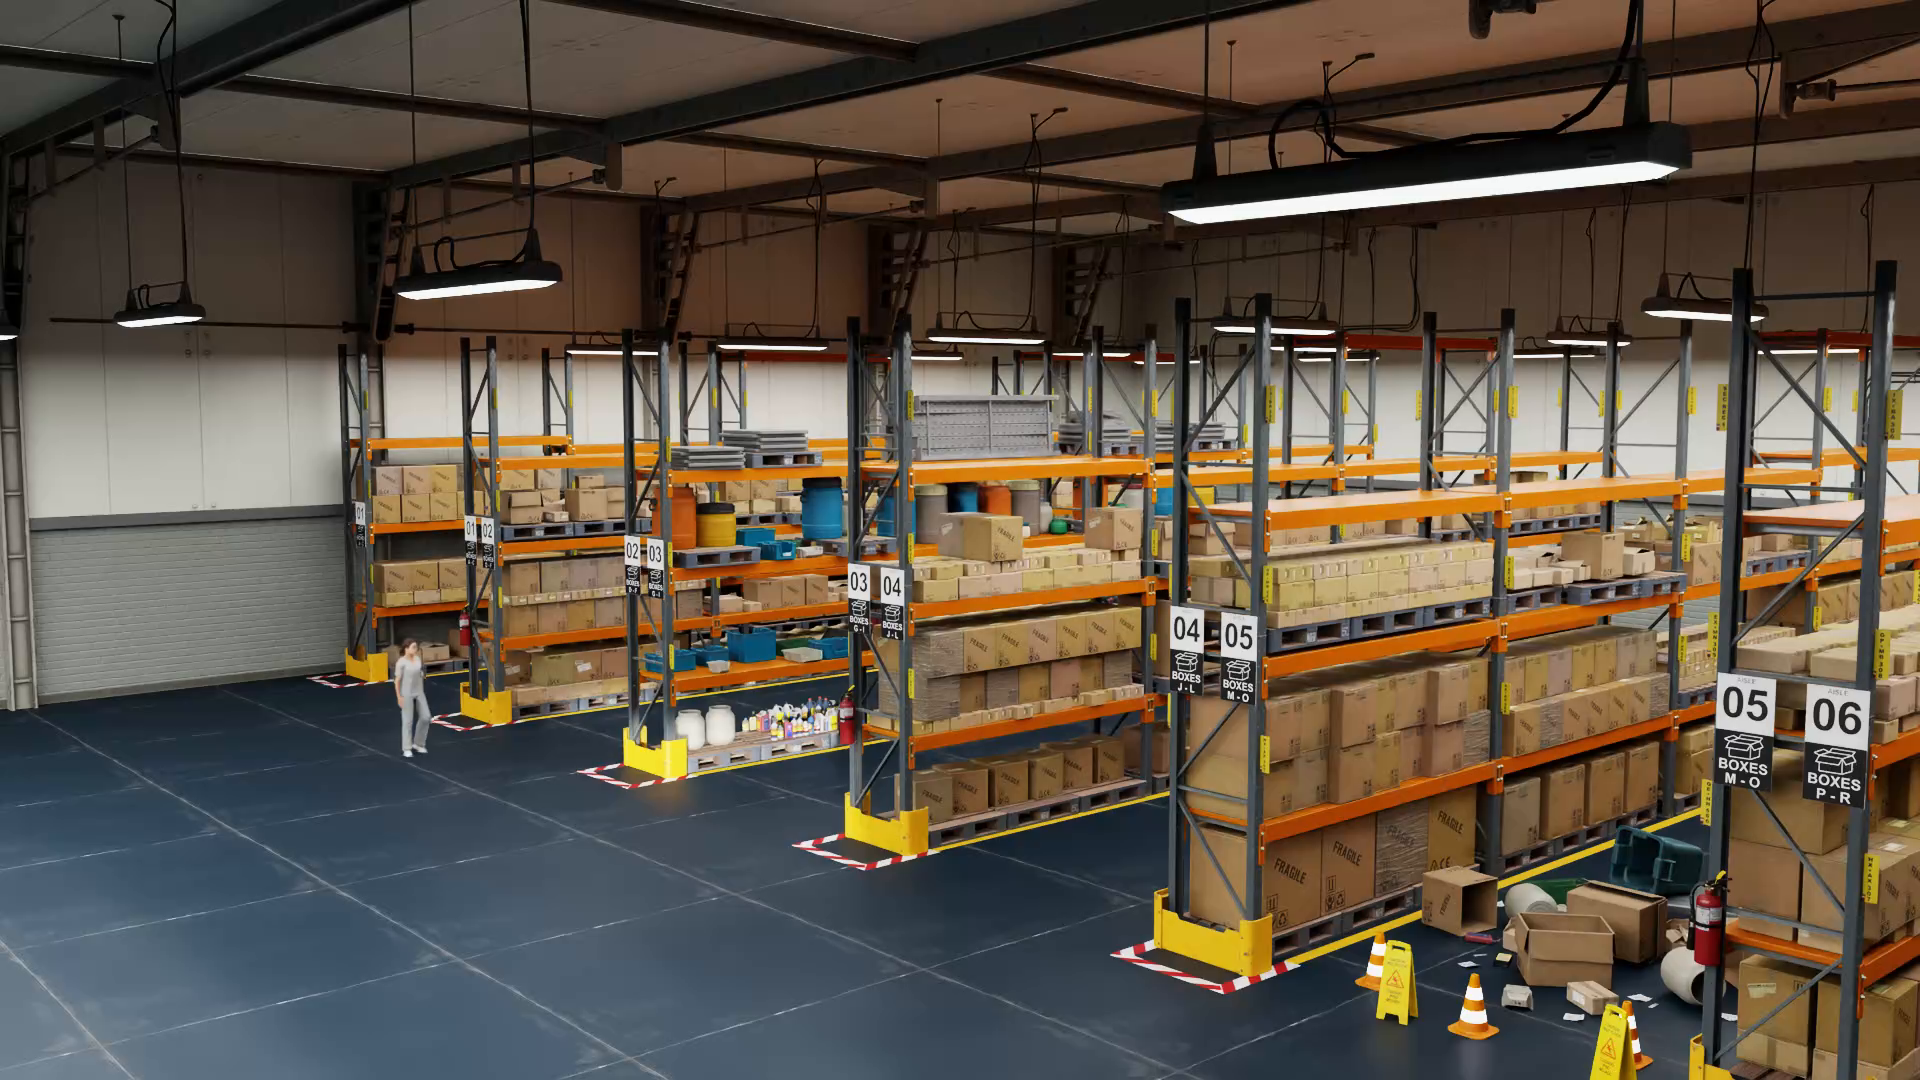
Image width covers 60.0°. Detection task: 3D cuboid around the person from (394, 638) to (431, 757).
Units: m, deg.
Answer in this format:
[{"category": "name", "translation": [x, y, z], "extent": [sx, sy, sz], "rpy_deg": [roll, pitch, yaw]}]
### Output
[{"category": "person", "translation": [-7.798, 2.249, 23.646], "extent": [0.359, 1.723, 0.510], "rpy_deg": [4, 6, 38]}]
